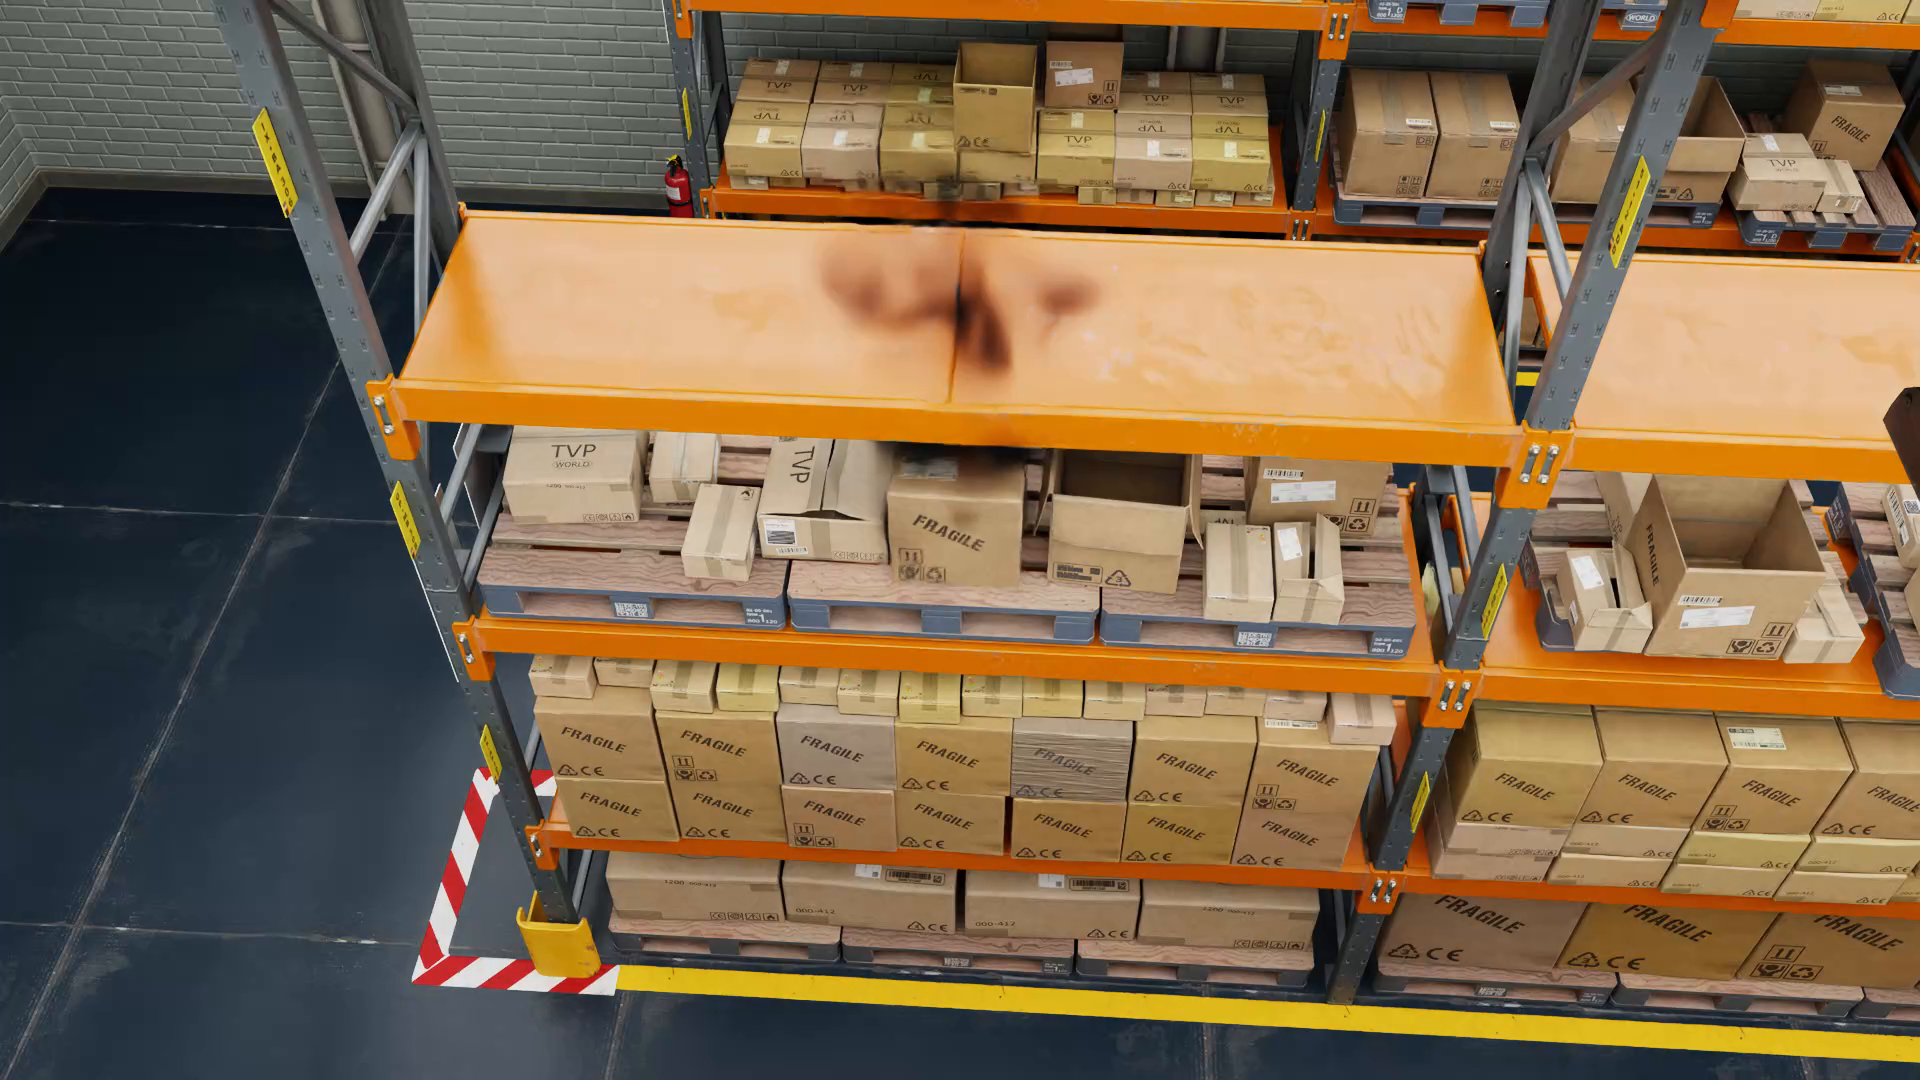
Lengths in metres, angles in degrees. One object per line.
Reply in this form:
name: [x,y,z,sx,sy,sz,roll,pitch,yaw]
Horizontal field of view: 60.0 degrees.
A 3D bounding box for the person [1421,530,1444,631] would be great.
person: [2.421,0.457,9.247,0.699,1.623,0.595,1,48,1]
